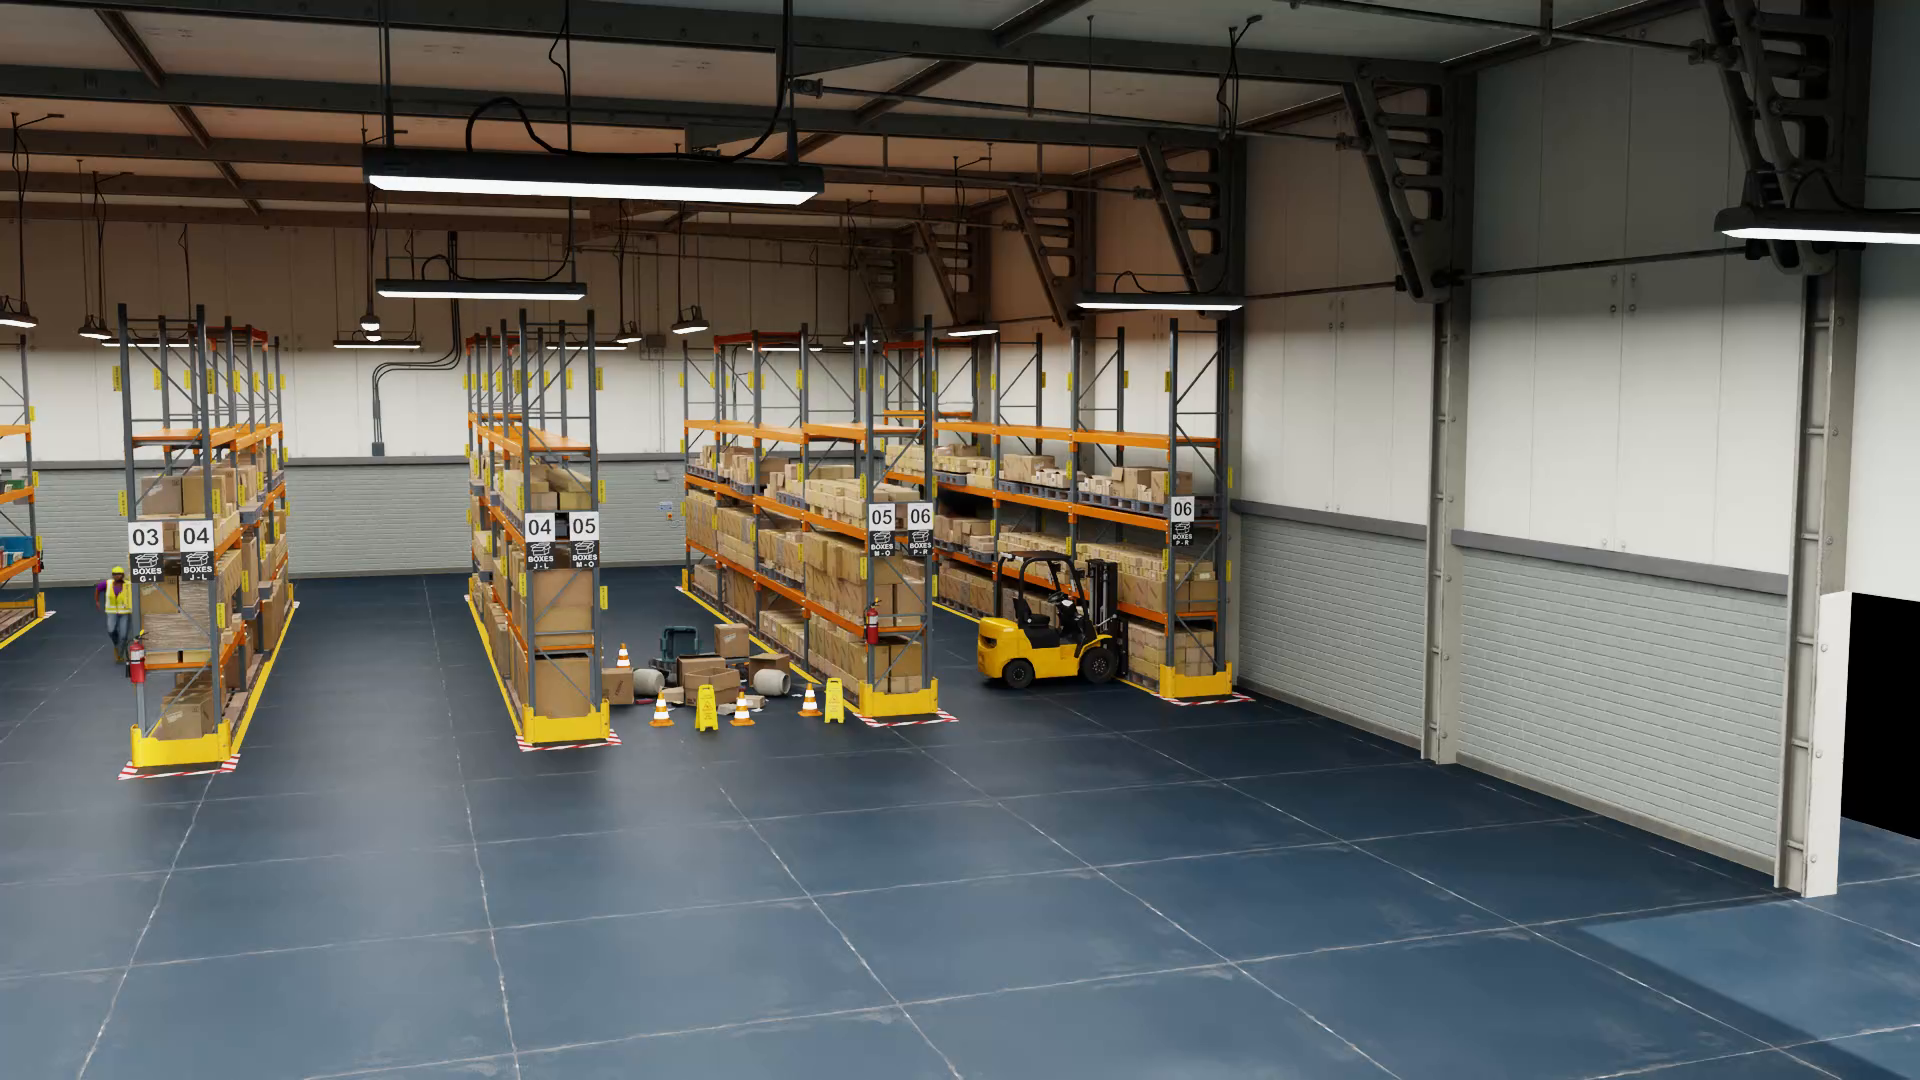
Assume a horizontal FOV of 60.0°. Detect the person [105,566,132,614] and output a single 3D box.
[{"bbox_3d":[-15.008,0.897,29.664,0.475,0.868,0.435,-2,6,-20],"label":"person"}]
